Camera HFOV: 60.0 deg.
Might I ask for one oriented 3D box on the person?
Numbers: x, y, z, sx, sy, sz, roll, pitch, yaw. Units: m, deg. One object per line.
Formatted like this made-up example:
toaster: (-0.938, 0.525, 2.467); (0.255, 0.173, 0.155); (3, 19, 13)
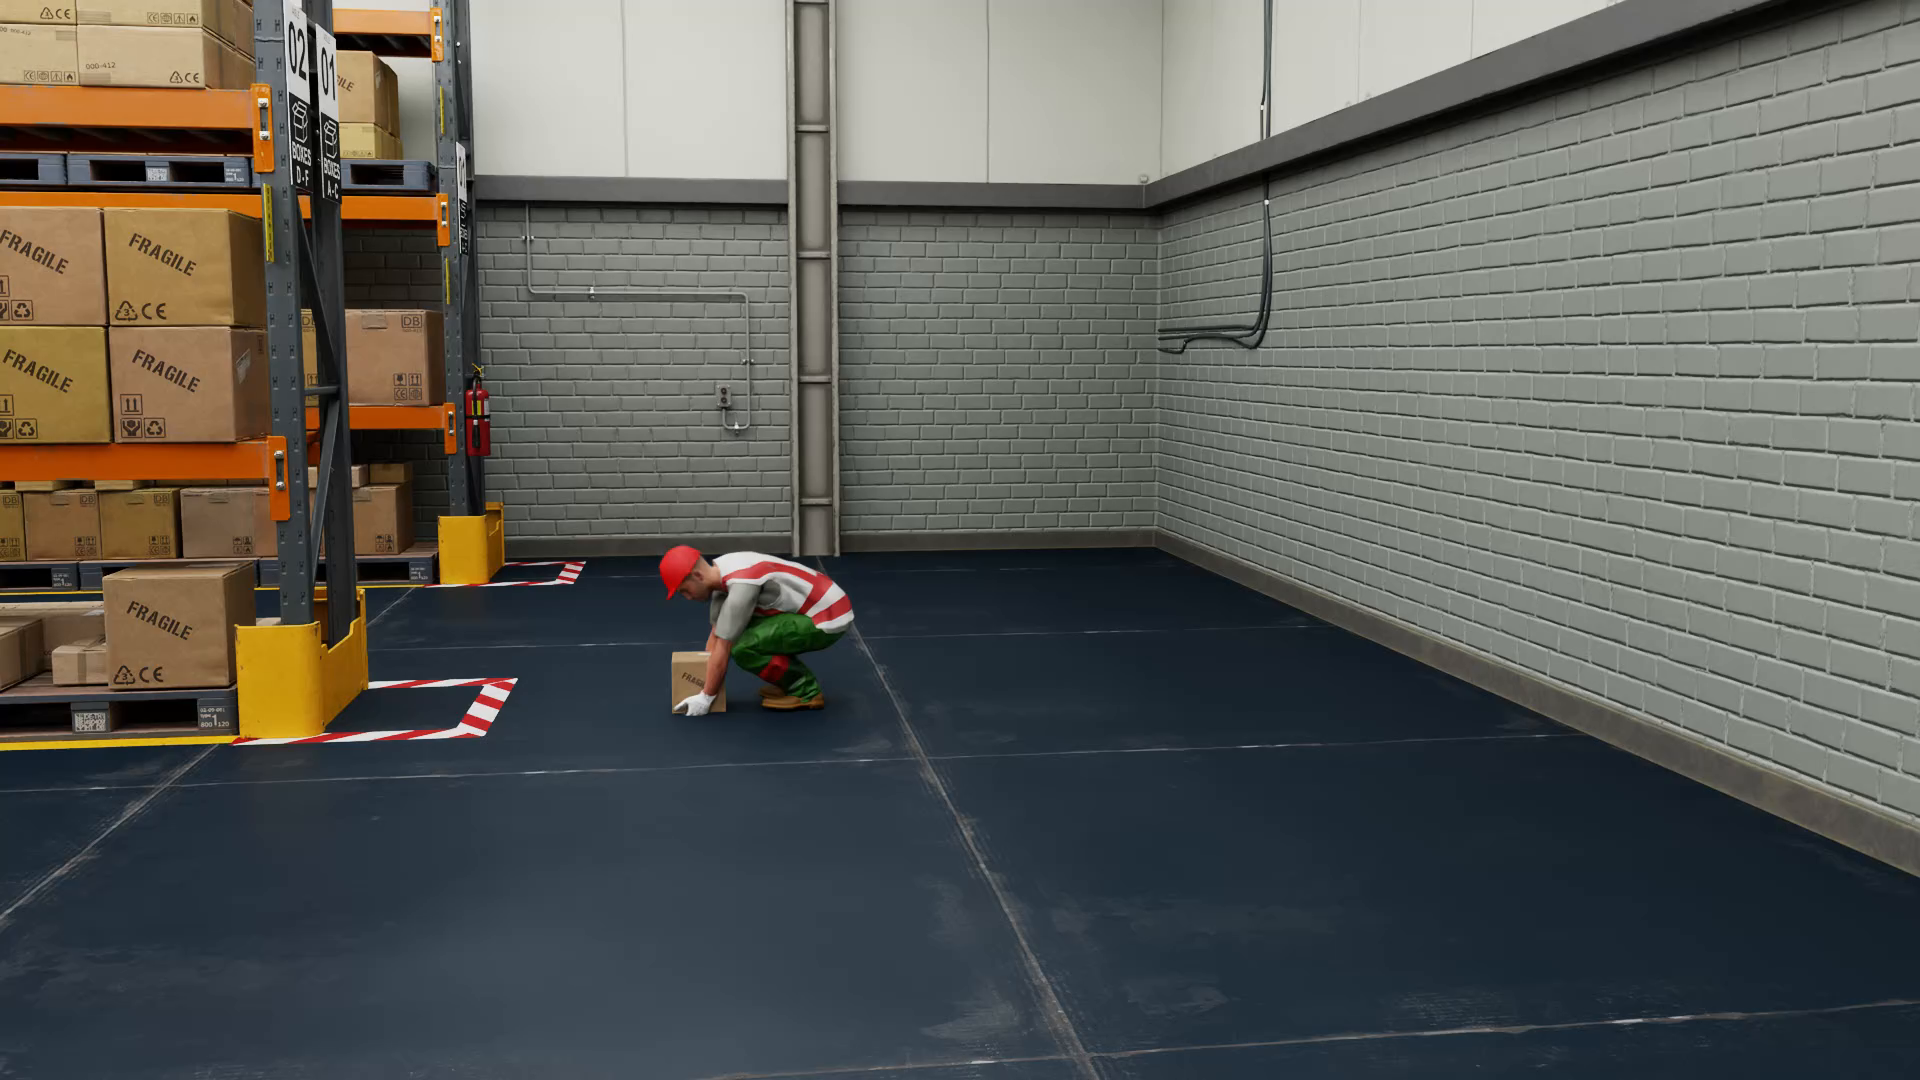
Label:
person: (-0.968, 0.455, 7.975); (0.919, 0.885, 0.553); (-1, 6, -9)
